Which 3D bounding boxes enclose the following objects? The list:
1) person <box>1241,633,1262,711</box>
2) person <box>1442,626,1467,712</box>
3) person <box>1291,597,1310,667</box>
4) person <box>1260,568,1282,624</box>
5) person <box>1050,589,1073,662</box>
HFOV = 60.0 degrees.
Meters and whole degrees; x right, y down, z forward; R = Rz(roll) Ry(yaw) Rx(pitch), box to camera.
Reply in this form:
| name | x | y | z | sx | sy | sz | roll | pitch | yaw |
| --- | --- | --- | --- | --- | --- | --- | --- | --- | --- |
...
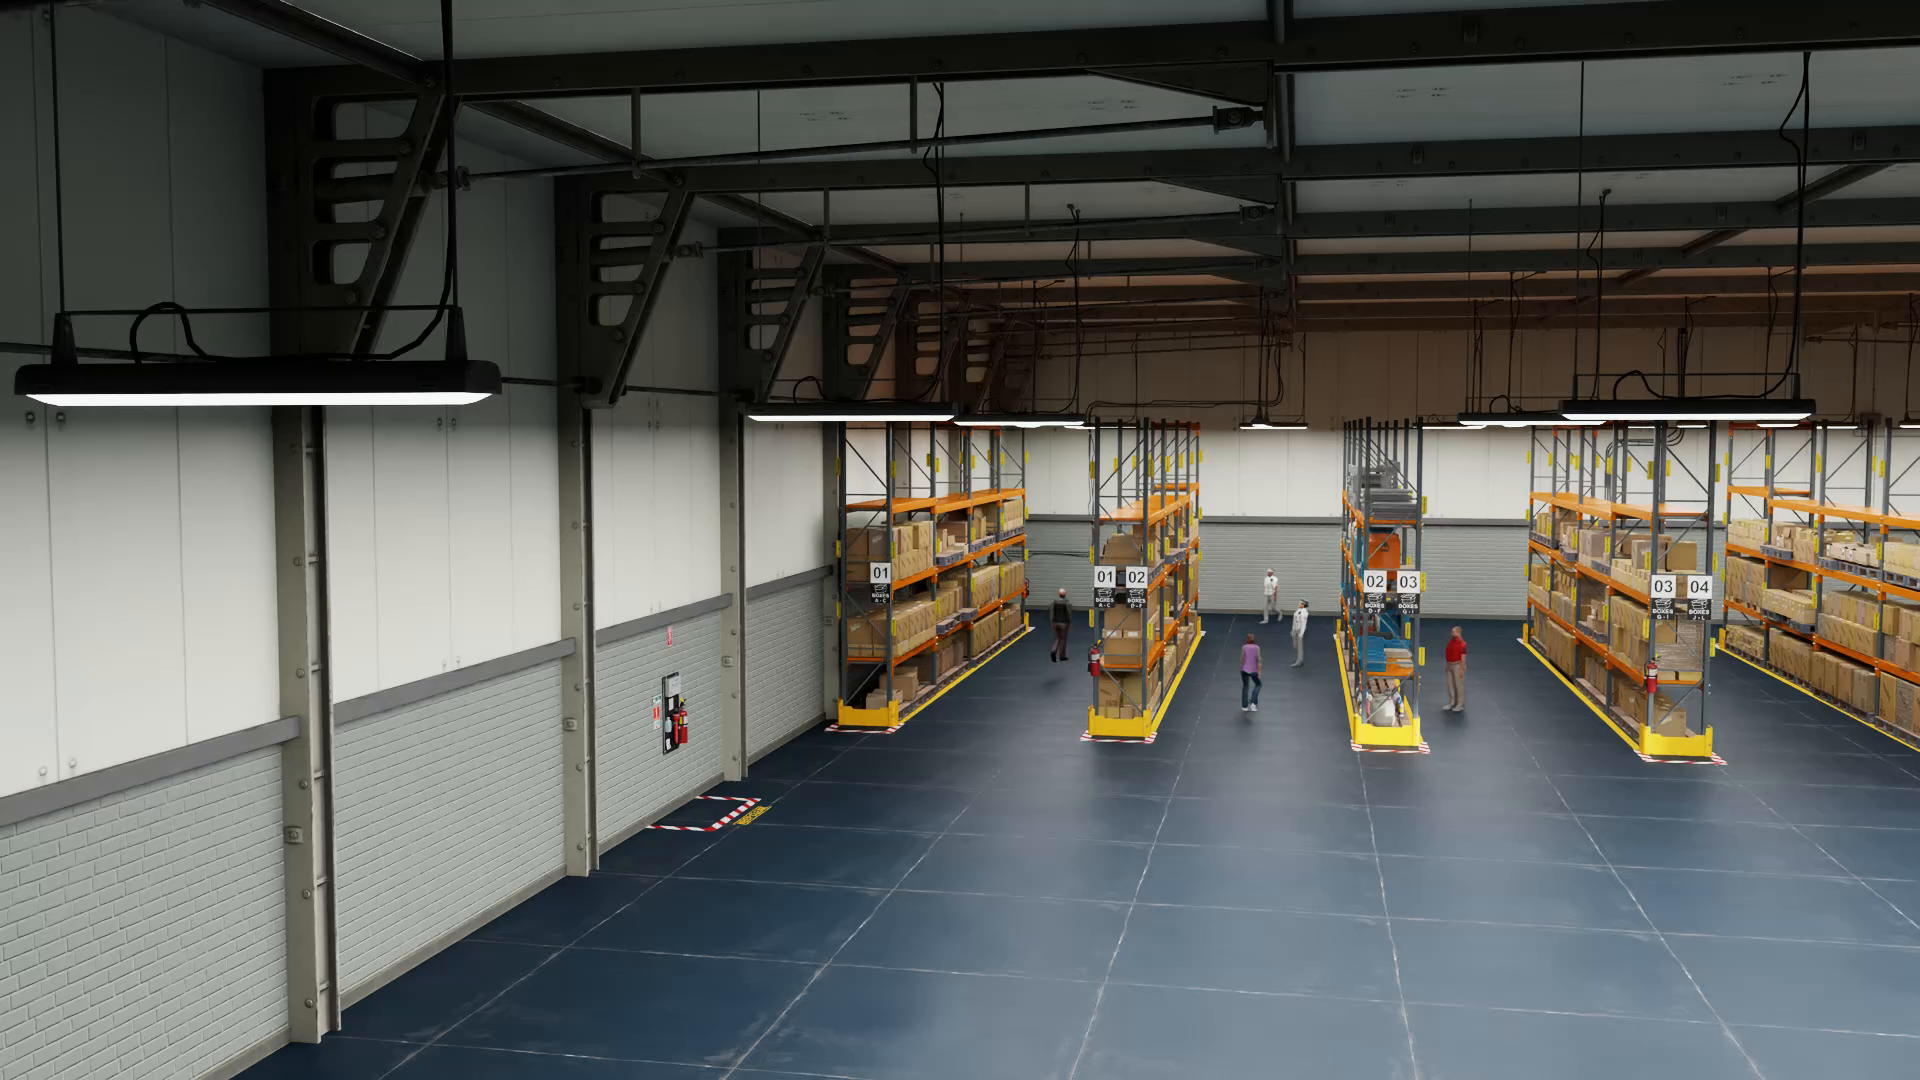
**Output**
| name | x | y | z | sx | sy | sz | roll | pitch | yaw |
| --- | --- | --- | --- | --- | --- | --- | --- | --- | --- |
| person | 5.959 | 2.716 | 34.039 | 0.492 | 1.631 | 0.431 | 3 | 5 | 38 |
| person | 10.175 | 2.636 | 34.143 | 0.378 | 1.738 | 0.550 | -1 | 4 | -21 |
| person | 8.292 | 2.247 | 40.776 | 0.569 | 1.677 | 0.513 | -2 | 4 | -25 |
| person | 9.291 | 1.656 | 49.729 | 0.456 | 1.673 | 0.749 | 4 | 5 | 44 |
| person | 2.410 | 2.032 | 39.353 | 0.492 | 1.762 | 0.508 | -3 | 5 | -42 |
